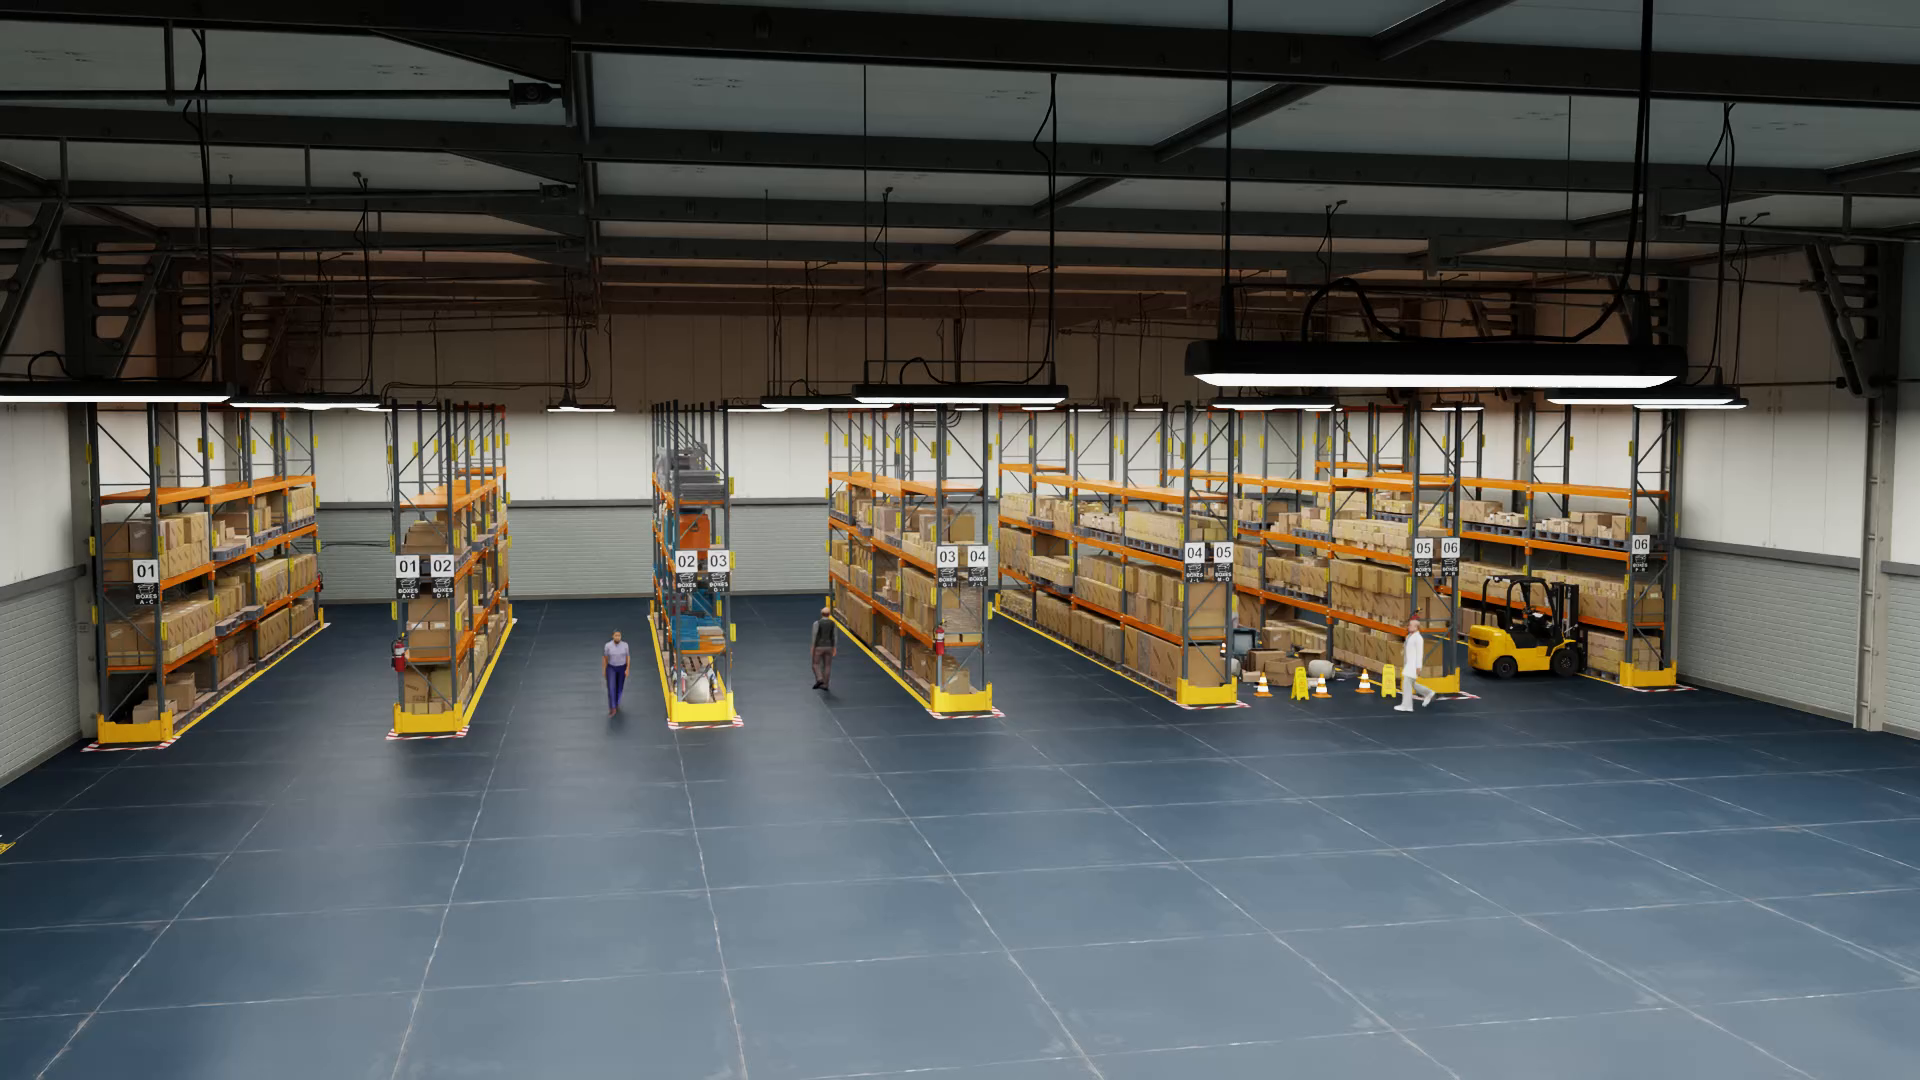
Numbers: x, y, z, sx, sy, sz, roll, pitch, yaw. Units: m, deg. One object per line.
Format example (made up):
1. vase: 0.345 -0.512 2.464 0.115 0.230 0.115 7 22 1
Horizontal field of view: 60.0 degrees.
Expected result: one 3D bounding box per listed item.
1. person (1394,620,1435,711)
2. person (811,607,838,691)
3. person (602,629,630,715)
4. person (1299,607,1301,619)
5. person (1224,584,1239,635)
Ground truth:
1. person: 8.797 2.412 32.094 0.881 1.755 0.583 0 4 -6
2. person: -2.803 2.263 34.468 0.565 1.708 0.460 -1 4 -12
3. person: -6.559 2.515 31.766 0.537 1.583 0.947 -2 5 -29
4. person: 9.367 1.337 46.356 0.602 1.791 0.467 -4 6 -42
5. person: 6.522 1.881 39.991 0.488 1.681 0.399 -4 6 -42
